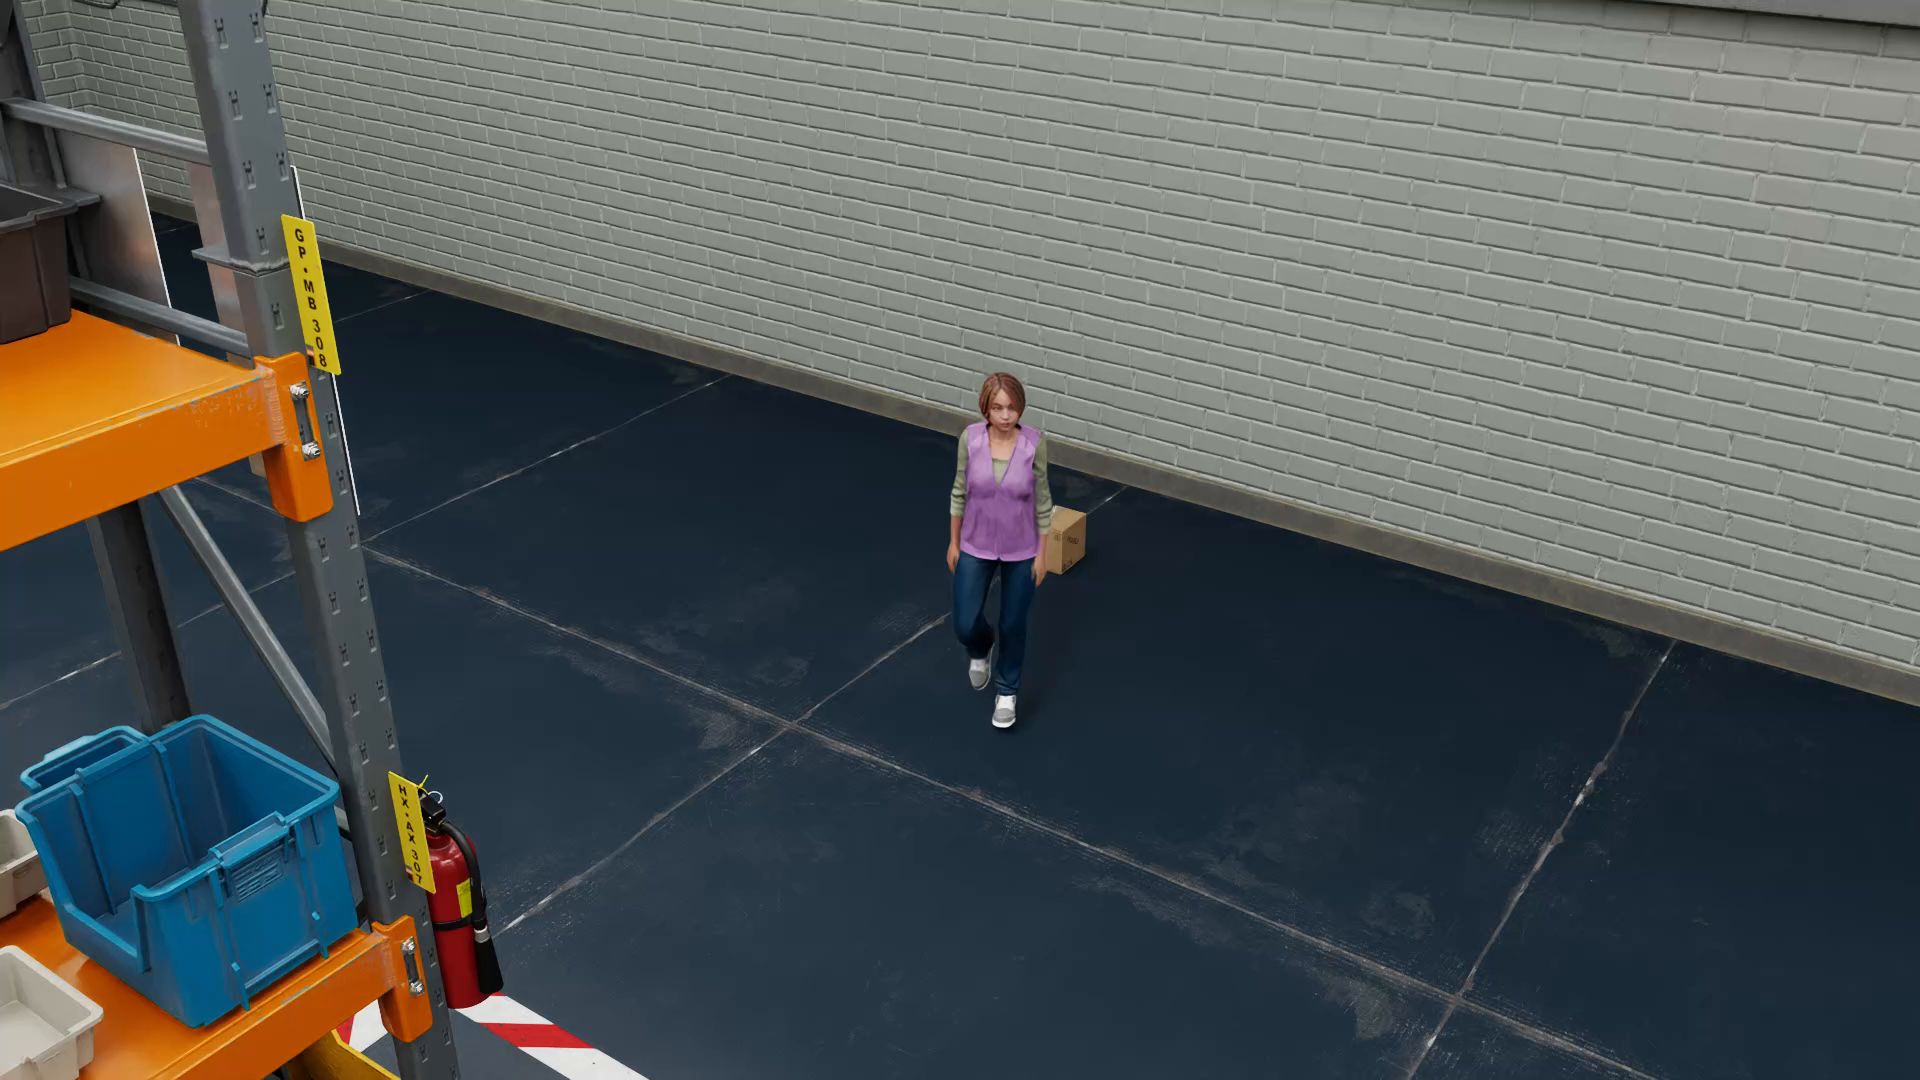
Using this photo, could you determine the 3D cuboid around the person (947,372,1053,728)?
[{"bbox_3d":[0.164,0.036,6.998,0.444,1.591,0.454,2,27,4],"label":"person"}]
